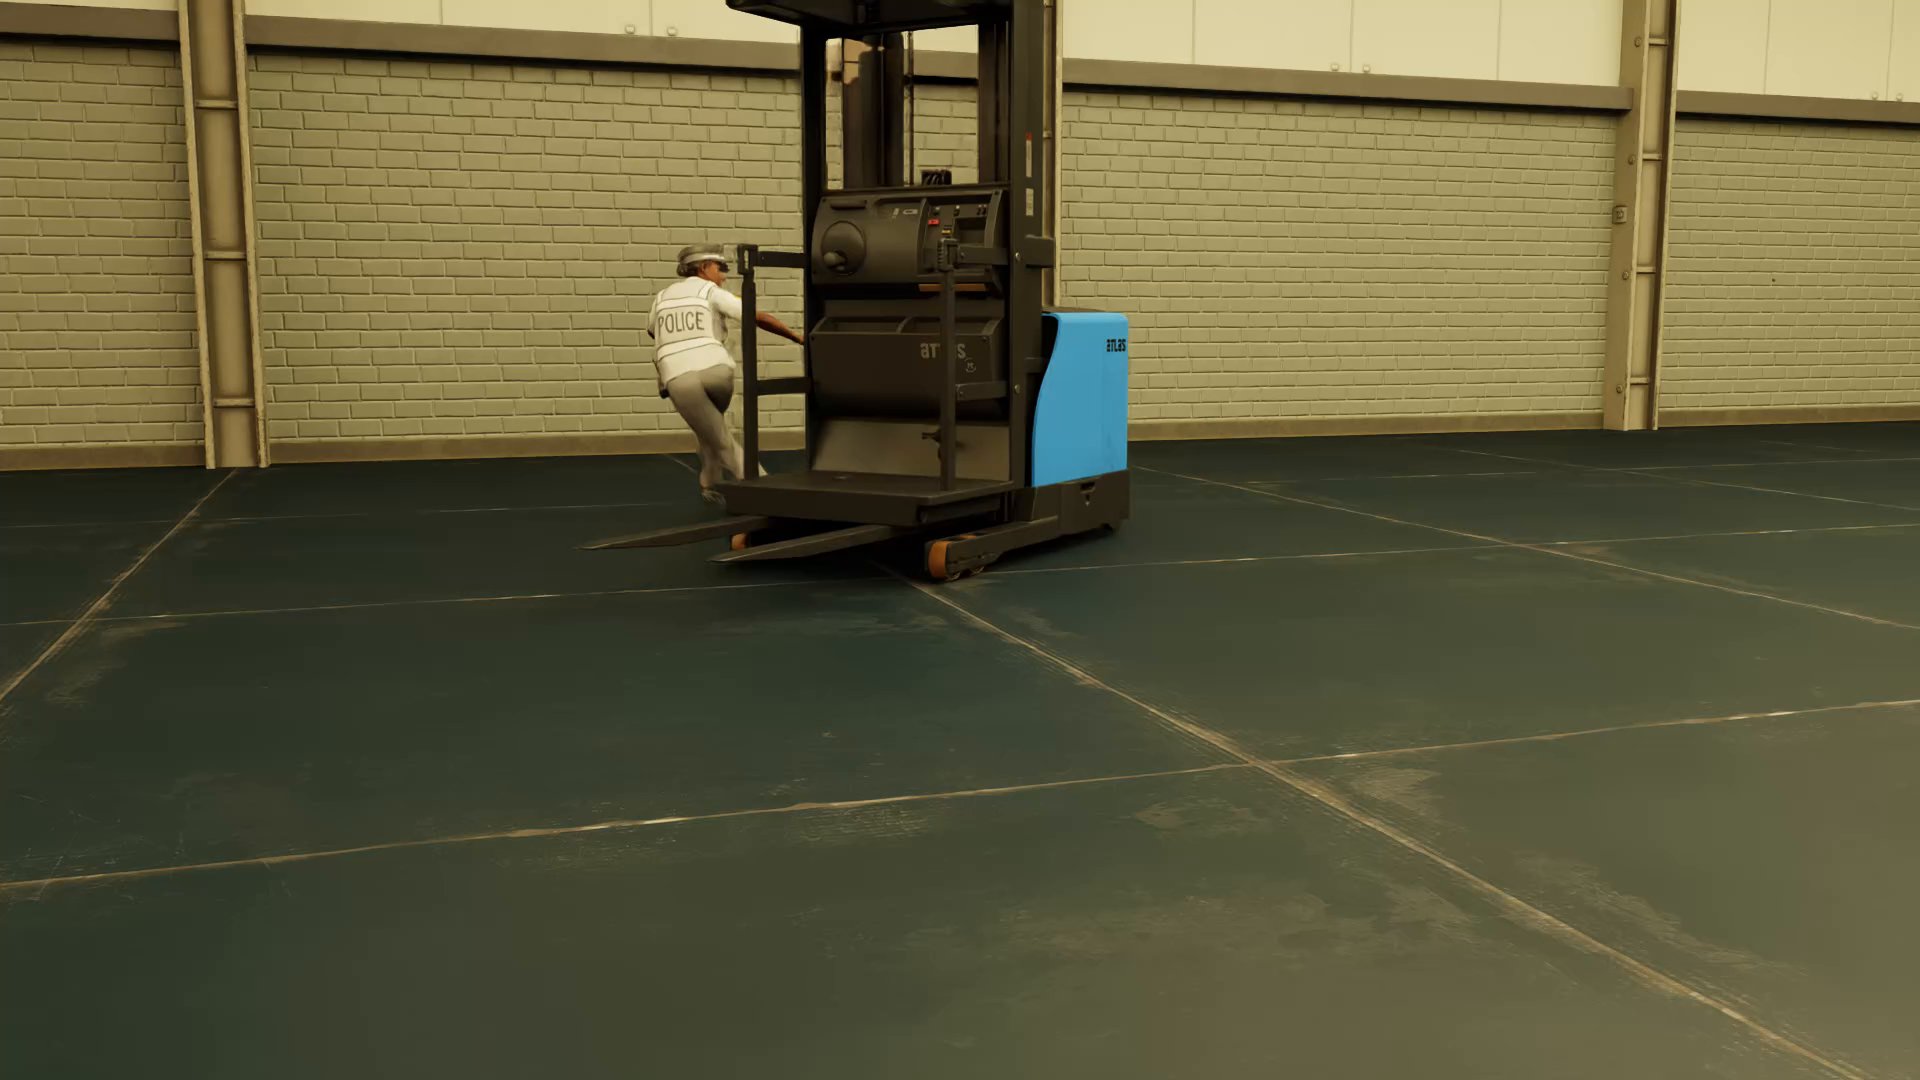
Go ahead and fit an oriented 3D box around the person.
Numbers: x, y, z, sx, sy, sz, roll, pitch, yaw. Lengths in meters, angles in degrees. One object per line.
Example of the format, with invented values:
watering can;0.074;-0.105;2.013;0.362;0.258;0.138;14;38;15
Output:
person;-1.202;-0.841;8.747;0.907;1.425;0.897;0;8;-3

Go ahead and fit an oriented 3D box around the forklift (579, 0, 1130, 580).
forklift;-0.343;-1.358;7.032;1.130;2.935;3.031;5;9;30
